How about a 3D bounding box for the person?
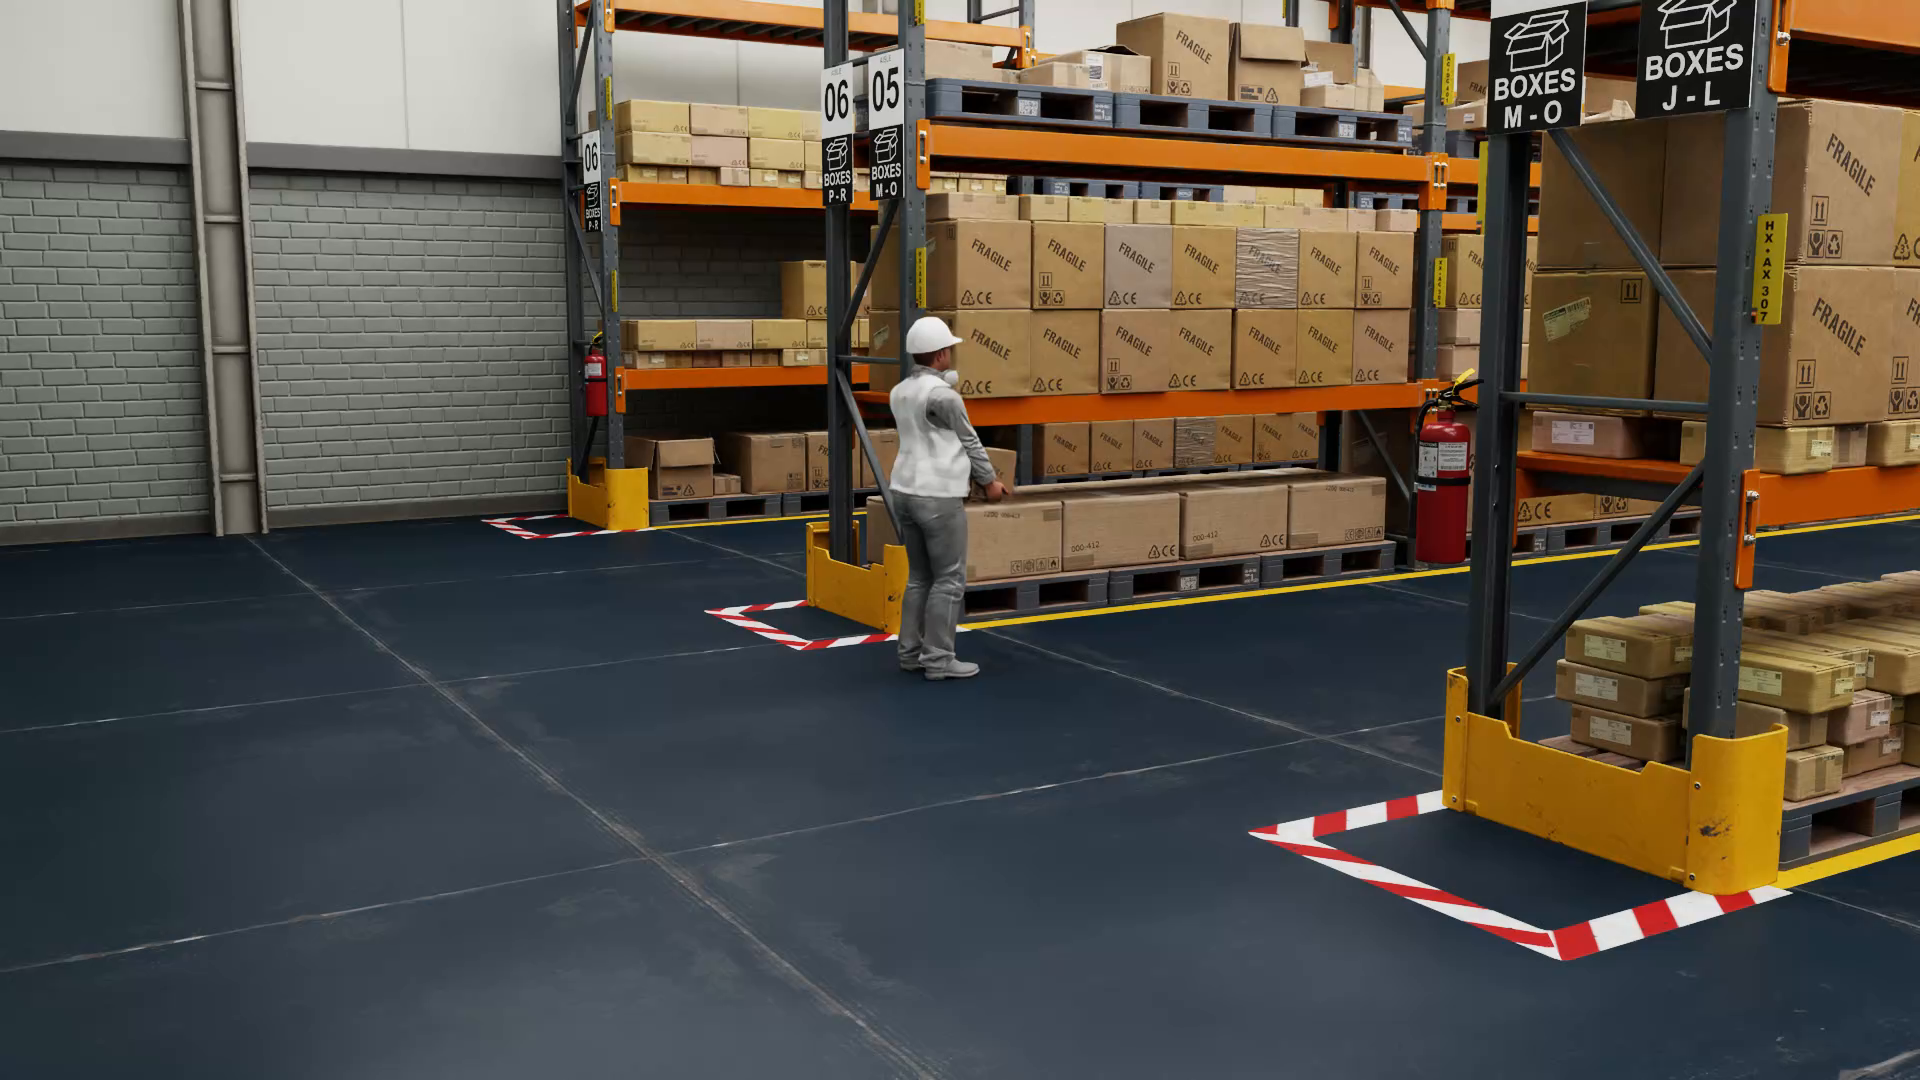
[{"bbox_3d":[-0.068,-0.218,8.283,0.552,1.772,0.495,-5,9,-31],"label":"person"}]
